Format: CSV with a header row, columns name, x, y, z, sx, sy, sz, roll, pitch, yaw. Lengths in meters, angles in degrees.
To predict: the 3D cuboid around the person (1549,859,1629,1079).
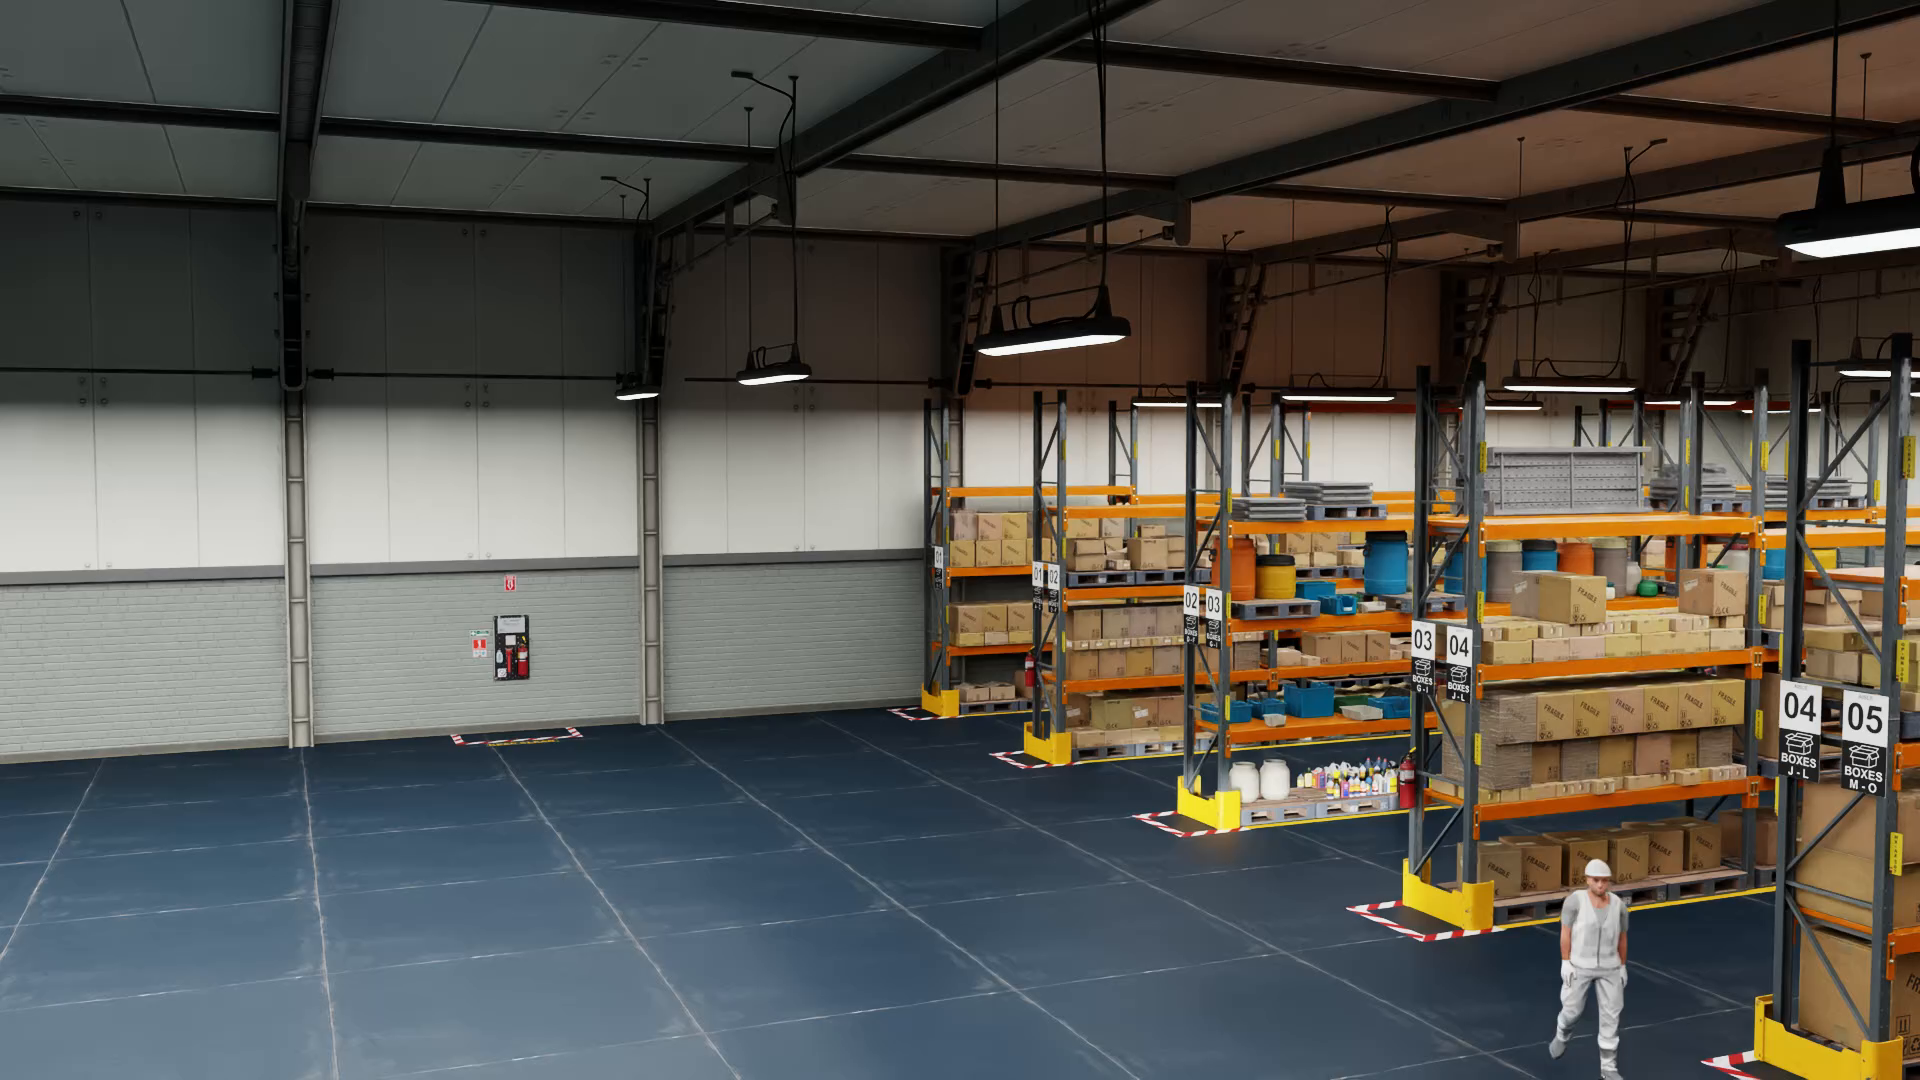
name,x,y,z,sx,sy,sz,roll,pitch,yaw
person,5.148,3.461,13.527,0.543,1.786,0.678,0,3,6
